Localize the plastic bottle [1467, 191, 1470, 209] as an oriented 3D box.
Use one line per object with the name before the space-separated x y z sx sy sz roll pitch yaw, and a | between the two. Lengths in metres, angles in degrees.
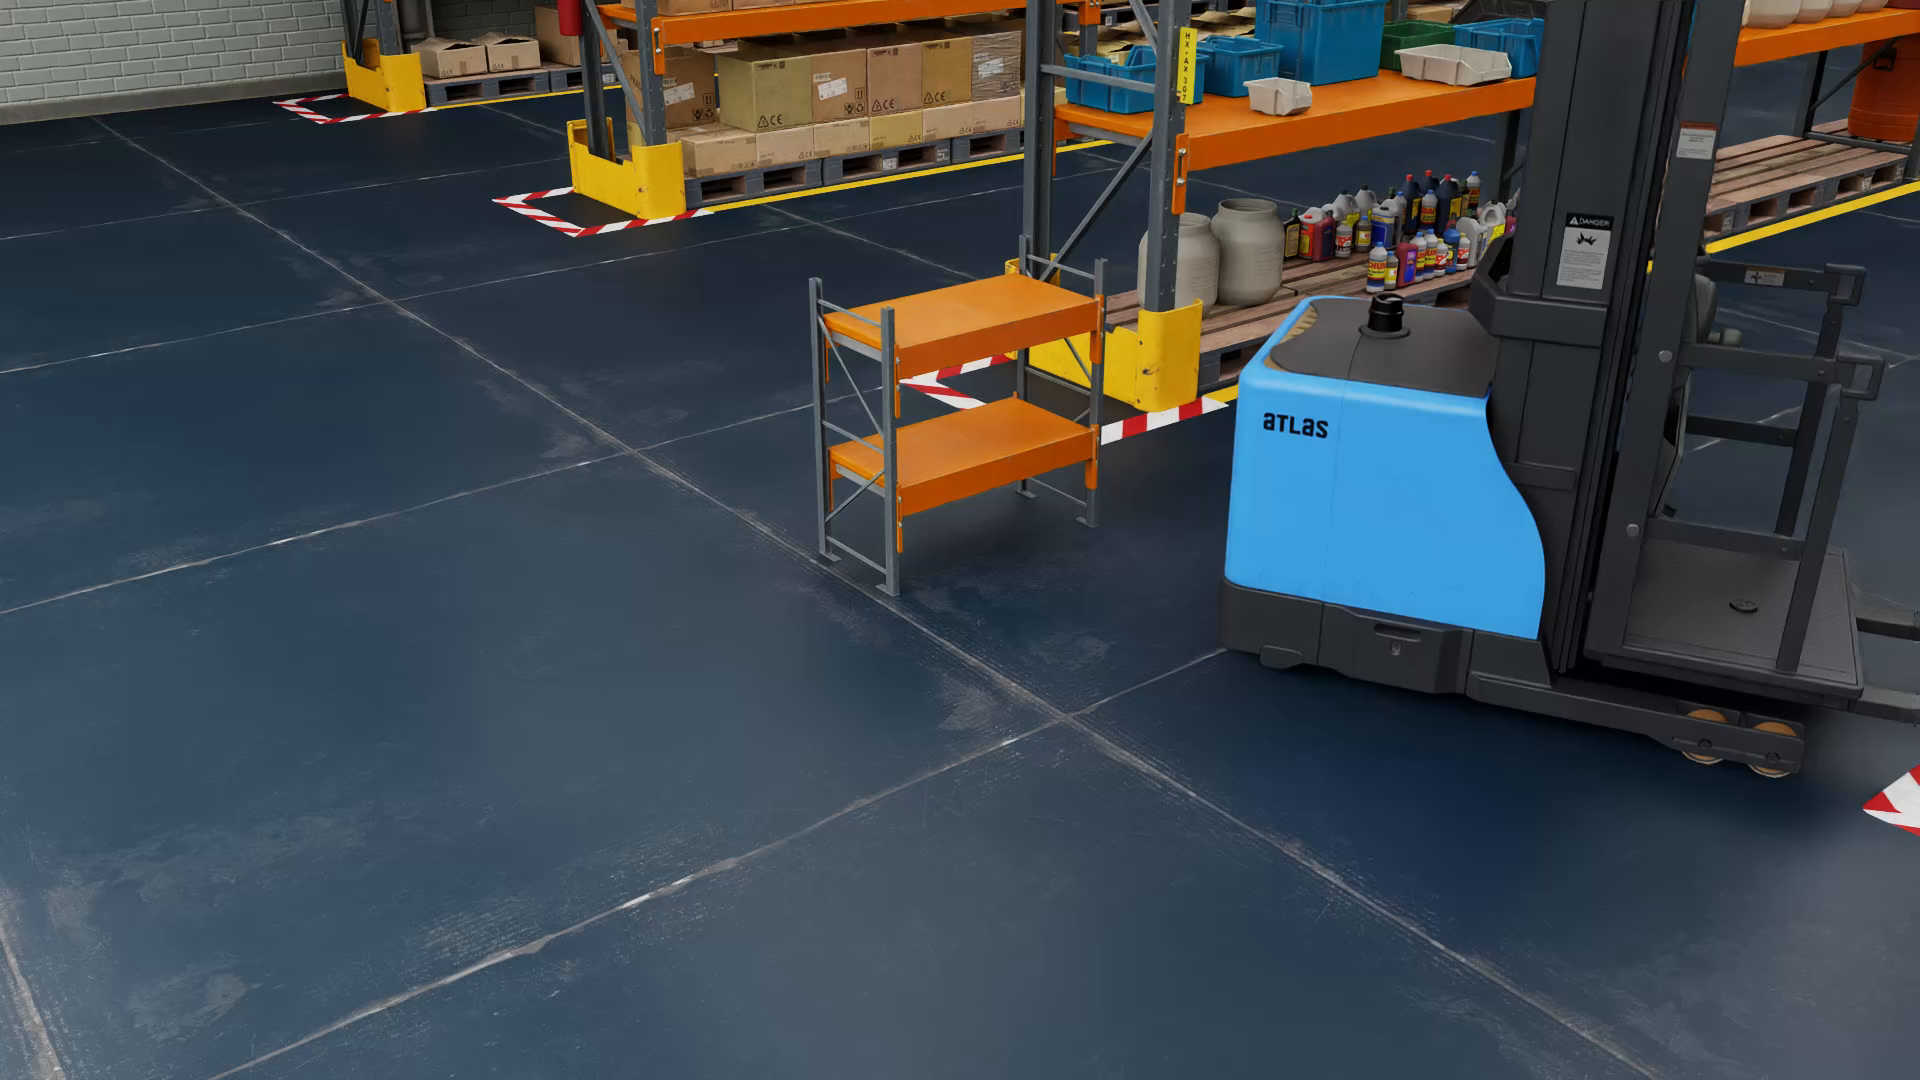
plastic bottle | 3.222 -2.178 10.682 0.097 0.201 0.097 0 25 0

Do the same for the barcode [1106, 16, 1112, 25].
barcode | 1.227 -4.283 13.722 0.075 0.075 0.001 -18 31 -34

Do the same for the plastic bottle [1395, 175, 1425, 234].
plastic bottle | 2.783 -2.089 10.311 0.185 0.351 0.144 -20 31 -36

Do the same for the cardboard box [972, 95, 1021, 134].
cardboard box | 0.140 -3.478 13.447 0.500 0.250 0.500 -18 31 -34

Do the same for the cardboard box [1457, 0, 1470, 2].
cardboard box | 5.258 -5.249 16.943 0.500 0.500 0.500 -19 31 -35

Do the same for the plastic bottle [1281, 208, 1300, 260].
plastic bottle | 1.931 -1.799 9.767 0.133 0.283 0.061 -17 30 -33

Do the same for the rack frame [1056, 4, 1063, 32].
rack frame | 0.857 -7.533 19.418 0.127 3.000 1.000 -18 31 -34

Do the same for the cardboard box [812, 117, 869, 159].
cardboard box | -1.034 -3.084 12.600 0.500 0.250 0.500 -18 31 -34

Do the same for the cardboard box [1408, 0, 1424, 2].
cardboard box | 4.550 -5.635 16.886 0.500 0.250 0.500 -17 30 -32

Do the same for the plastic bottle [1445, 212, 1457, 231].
plastic bottle | 2.892 -1.777 9.720 0.133 0.283 0.061 -18 31 -34

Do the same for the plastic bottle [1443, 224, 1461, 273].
plastic bottle | 2.802 -1.670 9.504 0.097 0.271 0.097 0 25 0

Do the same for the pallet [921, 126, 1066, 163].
pallet | 0.118 -3.396 13.817 1.213 0.211 1.003 -18 31 -34

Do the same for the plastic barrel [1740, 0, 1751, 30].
plastic barrel | 4.959 -3.442 10.768 0.301 0.262 0.301 0 25 0

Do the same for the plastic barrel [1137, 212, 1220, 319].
plastic barrel | 1.146 -1.431 8.727 0.421 0.512 0.421 0 25 0

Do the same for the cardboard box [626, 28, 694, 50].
cardboard box | -3.082 -5.277 17.003 0.500 0.500 0.500 -21 32 -38

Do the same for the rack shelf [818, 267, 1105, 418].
rack shelf | 0.005 -0.777 6.394 1.000 0.278 0.538 -18 31 -34

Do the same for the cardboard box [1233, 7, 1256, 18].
cardboard box | 2.915 -4.913 15.873 0.500 0.311 0.500 -19 31 -35

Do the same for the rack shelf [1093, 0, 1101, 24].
rack shelf | 2.343 -5.047 14.916 4.000 0.370 1.077 -18 31 -34

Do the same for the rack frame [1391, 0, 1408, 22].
rack frame | 3.917 -5.893 15.884 0.127 3.000 1.000 -18 31 -34

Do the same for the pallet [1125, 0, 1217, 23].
pallet | 2.484 -6.763 21.072 1.213 0.211 1.003 -18 31 -34

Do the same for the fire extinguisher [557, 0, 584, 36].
fire extinguisher | -2.758 -3.903 11.688 0.183 0.674 0.296 -18 31 -34

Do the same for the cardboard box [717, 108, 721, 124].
cardboard box | -1.753 -3.129 12.696 0.500 0.250 0.500 -18 31 -34

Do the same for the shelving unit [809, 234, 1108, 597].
shelving unit | 0.005 -0.512 6.517 1.048 1.125 0.538 -18 31 -34

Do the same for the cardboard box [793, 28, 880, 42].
cardboard box | -0.968 -3.730 13.101 0.500 0.500 0.500 -18 31 -34

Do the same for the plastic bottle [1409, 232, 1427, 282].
plastic bottle | 2.564 -1.592 9.335 0.097 0.271 0.097 0 25 0

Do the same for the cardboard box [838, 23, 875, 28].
cardboard box | -1.346 -5.907 18.362 0.500 0.500 0.700 -19 31 -35

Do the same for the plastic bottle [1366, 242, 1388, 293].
plastic bottle | 2.294 -1.503 9.143 0.097 0.271 0.097 0 25 0

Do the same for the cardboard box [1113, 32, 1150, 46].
cardboard box | 1.645 -4.205 14.348 0.500 0.311 0.500 -19 31 -35

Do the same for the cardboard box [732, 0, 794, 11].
cardboard box | -1.593 -4.115 11.935 0.500 0.500 0.700 -17 30 -33

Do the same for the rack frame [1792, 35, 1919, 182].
rack frame | 6.971 -4.251 12.346 0.127 3.000 1.000 -18 31 -34

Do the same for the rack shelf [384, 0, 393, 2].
rack shelf | -3.864 -5.648 16.211 4.000 0.370 1.077 -18 31 -34

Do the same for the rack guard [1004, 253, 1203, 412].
rack guard | 0.706 -1.074 8.471 0.348 0.500 1.175 -18 31 -34

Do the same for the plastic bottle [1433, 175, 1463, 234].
plastic bottle | 3.021 -2.090 10.314 0.185 0.351 0.144 -18 31 -34

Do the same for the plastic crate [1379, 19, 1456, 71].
plastic crate | 2.580 -2.857 9.594 0.662 0.188 0.450 -18 31 -34

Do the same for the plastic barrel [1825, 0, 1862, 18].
plastic barrel | 5.961 -3.854 11.359 0.421 0.512 0.421 0 25 0

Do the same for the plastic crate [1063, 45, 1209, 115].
plastic crate | 0.884 -2.335 8.394 0.616 0.251 0.499 -18 31 -34

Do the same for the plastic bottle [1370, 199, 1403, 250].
plastic bottle | 2.560 -1.902 9.998 0.135 0.276 0.152 -18 31 -34

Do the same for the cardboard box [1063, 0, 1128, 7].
cardboard box | 1.517 -6.896 20.100 0.750 0.750 0.750 -19 31 -35

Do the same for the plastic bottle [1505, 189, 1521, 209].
plastic bottle | 3.405 -1.995 10.109 0.185 0.351 0.144 -18 31 -34

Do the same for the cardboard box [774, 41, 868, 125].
cardboard box | -1.041 -3.428 12.451 0.500 0.500 0.500 -18 31 -34

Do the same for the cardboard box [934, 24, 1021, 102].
cardboard box | 0.139 -3.818 13.291 0.500 0.500 0.500 -18 31 -34

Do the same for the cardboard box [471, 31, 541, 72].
cardboard box | -4.389 -4.733 16.056 0.500 0.311 0.500 -15 29 -30

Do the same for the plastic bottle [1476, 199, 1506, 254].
plastic bottle | 3.089 -1.813 9.718 0.185 0.351 0.144 -18 31 -34

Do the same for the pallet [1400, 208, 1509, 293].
pallet | 3.269 -1.786 10.348 1.213 0.211 1.003 -18 31 -34

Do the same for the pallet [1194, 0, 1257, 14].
pallet | 3.444 -7.082 21.758 1.213 0.211 1.003 -18 31 -34

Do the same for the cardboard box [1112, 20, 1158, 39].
cardboard box | 1.711 -4.518 15.022 0.500 0.311 0.500 -18 31 -34

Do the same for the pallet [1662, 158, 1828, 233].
pallet | 5.378 -2.483 11.849 1.213 0.211 1.003 -18 31 -34

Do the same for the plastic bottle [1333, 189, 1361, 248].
plastic bottle | 2.302 -1.930 9.969 0.185 0.351 0.144 -17 30 -32

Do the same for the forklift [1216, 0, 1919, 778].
forklift | 2.465 -0.848 5.095 3.031 2.935 1.130 10 27 21

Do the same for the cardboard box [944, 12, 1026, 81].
cardboard box | 0.211 -4.120 13.942 0.500 0.500 0.500 -18 31 -34

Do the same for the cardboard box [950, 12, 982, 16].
cardboard box | -0.154 -6.299 19.206 0.500 0.500 0.700 -18 31 -34

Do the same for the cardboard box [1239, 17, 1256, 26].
cardboard box | 2.853 -4.606 15.212 0.500 0.311 0.500 -18 31 -34
